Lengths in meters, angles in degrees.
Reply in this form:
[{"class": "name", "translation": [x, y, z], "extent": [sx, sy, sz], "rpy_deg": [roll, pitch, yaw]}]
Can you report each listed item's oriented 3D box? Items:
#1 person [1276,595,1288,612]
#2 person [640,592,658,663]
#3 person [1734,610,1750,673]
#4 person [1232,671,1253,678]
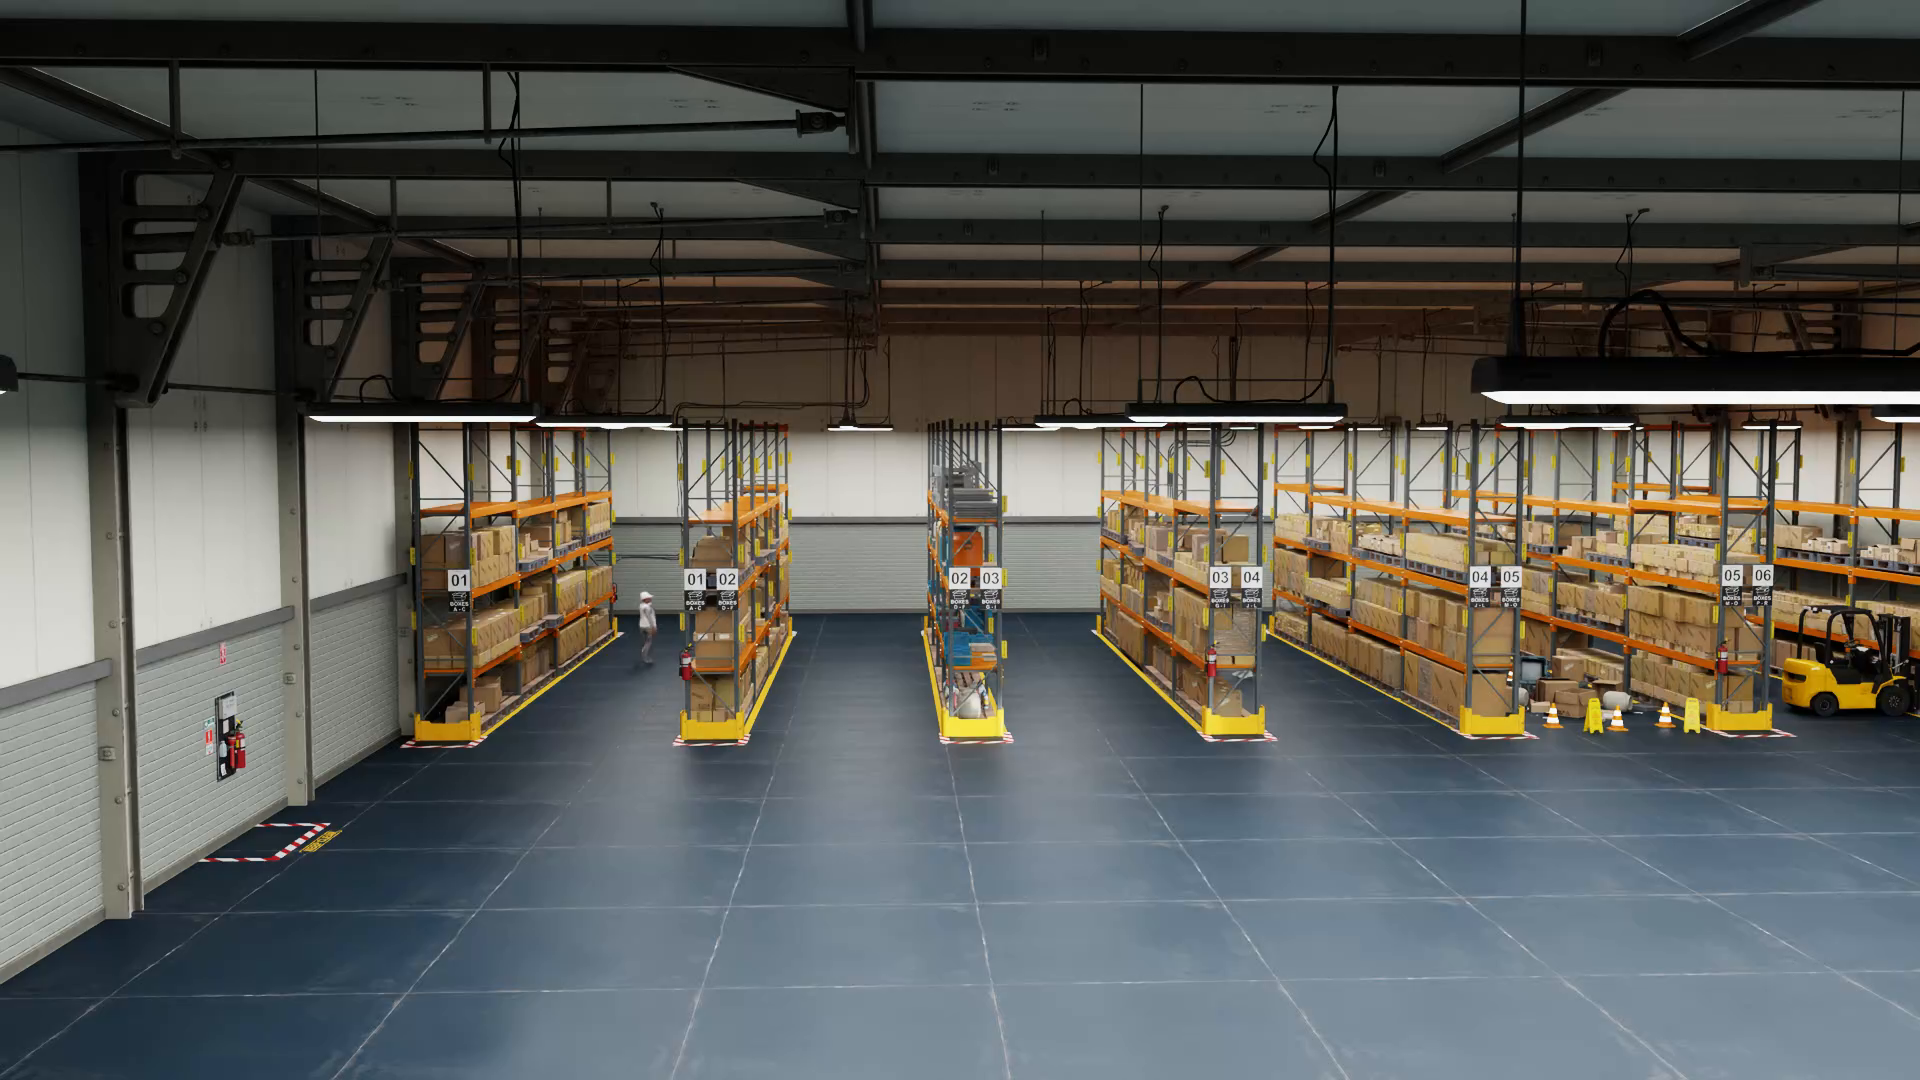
[{"class": "person", "translation": [9.687, 1.656, 50.092], "extent": [0.439, 1.684, 0.460], "rpy_deg": [-4, 5, -44]}, {"class": "person", "translation": [-7.751, 2.180, 41.432], "extent": [0.563, 1.791, 0.487], "rpy_deg": [3, 5, 39]}, {"class": "person", "translation": [17.595, 2.430, 37.627], "extent": [0.645, 1.797, 0.693], "rpy_deg": [-1, 4, -10]}, {"class": "person", "translation": [6.653, 2.323, 39.167], "extent": [0.473, 1.775, 0.616], "rpy_deg": [-1, 4, -21]}]
